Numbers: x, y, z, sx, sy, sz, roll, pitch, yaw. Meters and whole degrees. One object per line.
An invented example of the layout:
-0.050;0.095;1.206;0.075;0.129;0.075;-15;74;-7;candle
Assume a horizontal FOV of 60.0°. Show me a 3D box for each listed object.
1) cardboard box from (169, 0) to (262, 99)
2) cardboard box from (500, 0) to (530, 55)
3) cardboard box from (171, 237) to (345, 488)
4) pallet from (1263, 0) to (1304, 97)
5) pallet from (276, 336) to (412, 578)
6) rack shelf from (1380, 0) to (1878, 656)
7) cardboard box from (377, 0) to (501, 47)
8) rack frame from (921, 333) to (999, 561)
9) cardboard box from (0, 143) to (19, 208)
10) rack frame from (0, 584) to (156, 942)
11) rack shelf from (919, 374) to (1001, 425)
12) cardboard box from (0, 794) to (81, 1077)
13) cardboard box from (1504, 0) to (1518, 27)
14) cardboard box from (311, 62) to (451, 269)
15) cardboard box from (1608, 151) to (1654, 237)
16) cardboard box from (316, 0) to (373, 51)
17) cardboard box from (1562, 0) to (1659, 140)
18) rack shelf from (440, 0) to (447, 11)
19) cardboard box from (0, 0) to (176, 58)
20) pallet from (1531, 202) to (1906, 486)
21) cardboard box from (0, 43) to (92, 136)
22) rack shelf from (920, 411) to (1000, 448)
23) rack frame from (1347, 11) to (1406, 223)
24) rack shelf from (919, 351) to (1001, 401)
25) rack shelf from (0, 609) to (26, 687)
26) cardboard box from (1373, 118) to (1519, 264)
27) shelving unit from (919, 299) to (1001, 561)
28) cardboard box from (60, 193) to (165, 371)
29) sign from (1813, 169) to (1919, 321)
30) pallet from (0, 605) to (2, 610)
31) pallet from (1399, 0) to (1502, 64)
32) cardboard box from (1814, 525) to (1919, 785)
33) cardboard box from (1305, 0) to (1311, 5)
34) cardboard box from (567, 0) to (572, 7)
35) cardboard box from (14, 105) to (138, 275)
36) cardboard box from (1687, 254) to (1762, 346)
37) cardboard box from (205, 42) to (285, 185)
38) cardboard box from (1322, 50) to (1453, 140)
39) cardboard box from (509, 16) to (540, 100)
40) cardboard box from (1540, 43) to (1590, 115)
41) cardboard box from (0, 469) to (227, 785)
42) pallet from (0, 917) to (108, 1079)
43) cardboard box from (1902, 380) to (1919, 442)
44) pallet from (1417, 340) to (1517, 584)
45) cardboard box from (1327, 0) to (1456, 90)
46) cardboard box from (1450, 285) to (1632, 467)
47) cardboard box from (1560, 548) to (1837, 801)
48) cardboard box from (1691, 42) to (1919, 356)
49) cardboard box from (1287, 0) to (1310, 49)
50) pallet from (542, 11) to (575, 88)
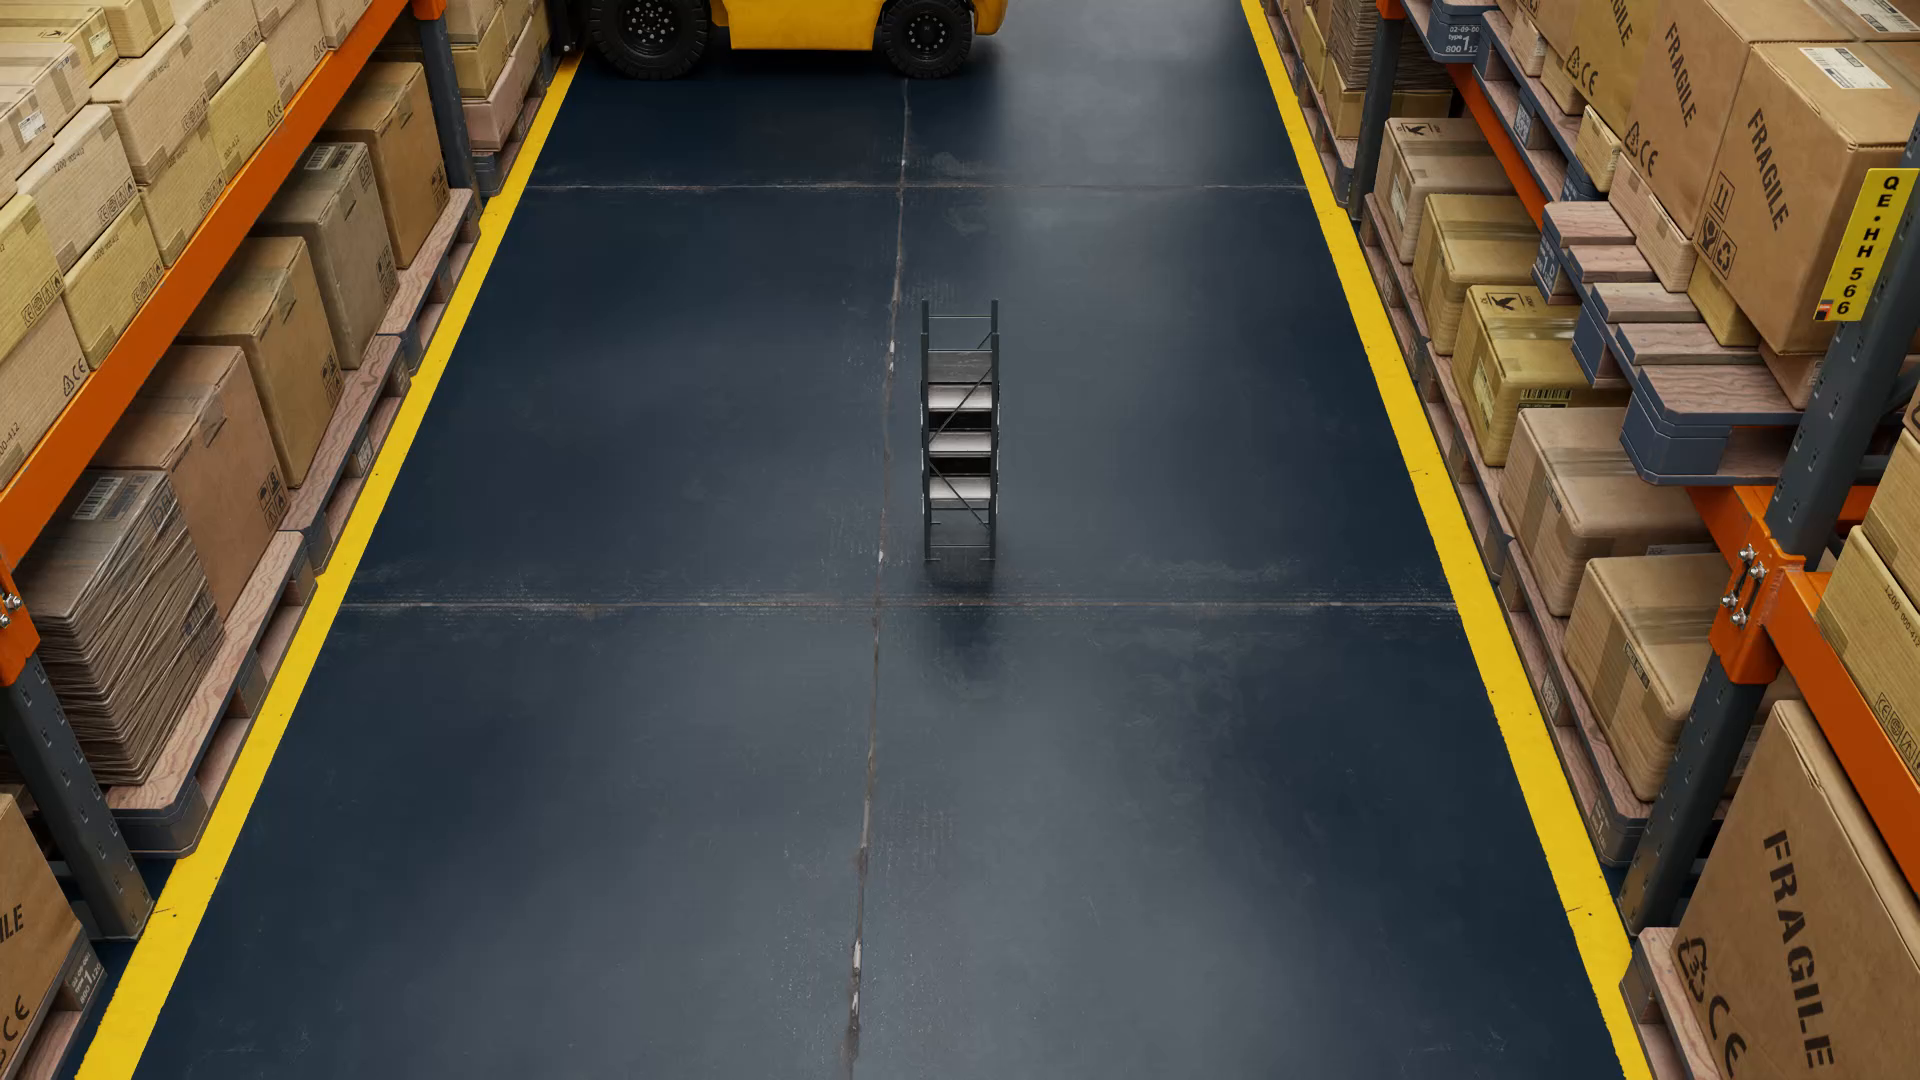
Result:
-2.447;-1.515;4.962;0.500;0.250;0.500;0;39;1;cardboard box
-2.382;-2.546;7.992;0.500;0.250;0.500;0;39;0;cardboard box
-2.679;-0.598;5.661;0.875;0.625;0.625;-2;39;-2;cardboard box
2.236;-2.745;9.007;1.003;0.211;1.213;0;39;0;pallet
-2.643;-0.329;5.992;1.003;0.211;1.213;0;39;0;pallet
2.279;-1.117;5.320;1.077;0.370;4.000;0;39;0;rack shelf
-2.374;-2.426;7.442;0.500;0.250;0.500;-1;39;-1;cardboard box
0.000;-0.282;5.383;0.240;0.900;0.006;0;39;0;rack frame
-2.390;-0.800;3.751;0.380;0.149;0.250;1;39;1;cardboard box
-2.683;-0.141;3.527;1.000;3.000;0.127;0;39;0;rack frame
0.000;-0.461;5.371;0.258;0.077;0.200;0;39;0;rack shelf
-2.467;0.935;3.848;0.500;0.500;0.500;1;39;1;cardboard box
1.986;-1.720;5.362;0.380;0.149;0.250;0;39;0;cardboard box
-2.675;-1.553;6.853;0.875;0.625;0.625;2;39;2;cardboard box
1.935;-0.900;4.340;0.380;0.149;0.250;-2;39;-2;cardboard box
-2.419;-1.955;5.910;0.500;0.250;0.500;0;39;0;cardboard box
1.989;-1.389;4.431;0.500;0.500;0.500;-3;39;-3;cardboard box
-2.689;-3.612;8.434;1.077;0.370;4.000;0;39;0;rack shelf
-2.400;-1.440;4.549;0.380;0.149;0.250;1;39;1;cardboard box
2.174;-0.518;4.151;1.213;0.211;1.003;0;39;0;pallet
-2.429;-1.124;4.155;0.380;0.149;0.250;0;39;0;cardboard box
0.000;-0.390;5.427;0.258;0.077;0.200;0;39;0;rack shelf
2.277;-2.648;6.656;1.000;3.000;0.127;0;39;0;rack frame
0.000;-0.531;5.314;0.258;0.077;0.200;0;39;0;rack shelf
-2.680;1.390;2.192;1.077;0.370;4.000;0;39;0;rack shelf
2.280;-1.459;6.937;0.950;0.372;0.625;0;39;1;cardboard box
0.000;-0.346;5.462;0.258;0.900;0.210;0;39;0;shelving unit
-2.434;-0.675;4.313;0.500;0.250;0.500;-1;39;-1;cardboard box
1.739;-0.562;3.190;0.100;0.325;0.005;0;39;0;sign
-2.612;0.358;3.059;1.213;0.211;1.003;0;39;0;pallet
2.132;-2.096;6.120;1.003;0.211;1.213;0;39;0;pallet
2.030;0.218;3.200;0.500;0.250;0.500;-1;39;-1;cardboard box
2.003;-3.039;8.407;0.500;0.500;0.500;2;39;2;cardboard box
-2.370;-2.993;8.949;0.500;0.250;0.500;1;39;1;cardboard box
-2.438;-0.868;4.155;0.500;0.250;0.500;1;39;1;cardboard box
1.973;-0.585;3.947;0.380;0.149;0.250;1;39;1;cardboard box
-2.441;-1.321;5.120;0.500;0.250;0.500;1;39;1;cardboard box
2.007;-2.109;7.846;0.500;0.250;0.500;2;39;2;cardboard box
-2.373;-2.354;8.151;0.500;0.250;0.500;-1;39;-1;cardboard box
1.965;-1.387;4.947;0.380;0.149;0.250;-1;39;-1;cardboard box
-2.670;0.232;4.625;0.875;0.625;0.625;1;39;1;cardboard box
-2.719;1.414;3.817;1.003;0.211;1.213;0;39;0;pallet
2.037;-0.268;2.806;0.500;0.500;0.500;-1;39;-2;cardboard box
2.283;-0.309;5.966;1.003;0.211;1.213;0;39;0;pallet
2.008;-2.402;7.612;0.500;0.500;0.500;-1;39;-1;cardboard box
2.286;-0.574;5.834;0.950;0.372;0.625;1;39;1;cardboard box
2.291;0.361;4.666;0.950;0.372;0.625;-2;39;-3;cardboard box
2.003;-0.750;3.634;0.500;0.500;0.500;-1;39;-1;cardboard box
2.001;-2.760;8.658;0.500;0.250;0.500;1;39;1;cardboard box
-2.650;-2.817;9.096;1.003;0.211;1.213;0;39;0;pallet
